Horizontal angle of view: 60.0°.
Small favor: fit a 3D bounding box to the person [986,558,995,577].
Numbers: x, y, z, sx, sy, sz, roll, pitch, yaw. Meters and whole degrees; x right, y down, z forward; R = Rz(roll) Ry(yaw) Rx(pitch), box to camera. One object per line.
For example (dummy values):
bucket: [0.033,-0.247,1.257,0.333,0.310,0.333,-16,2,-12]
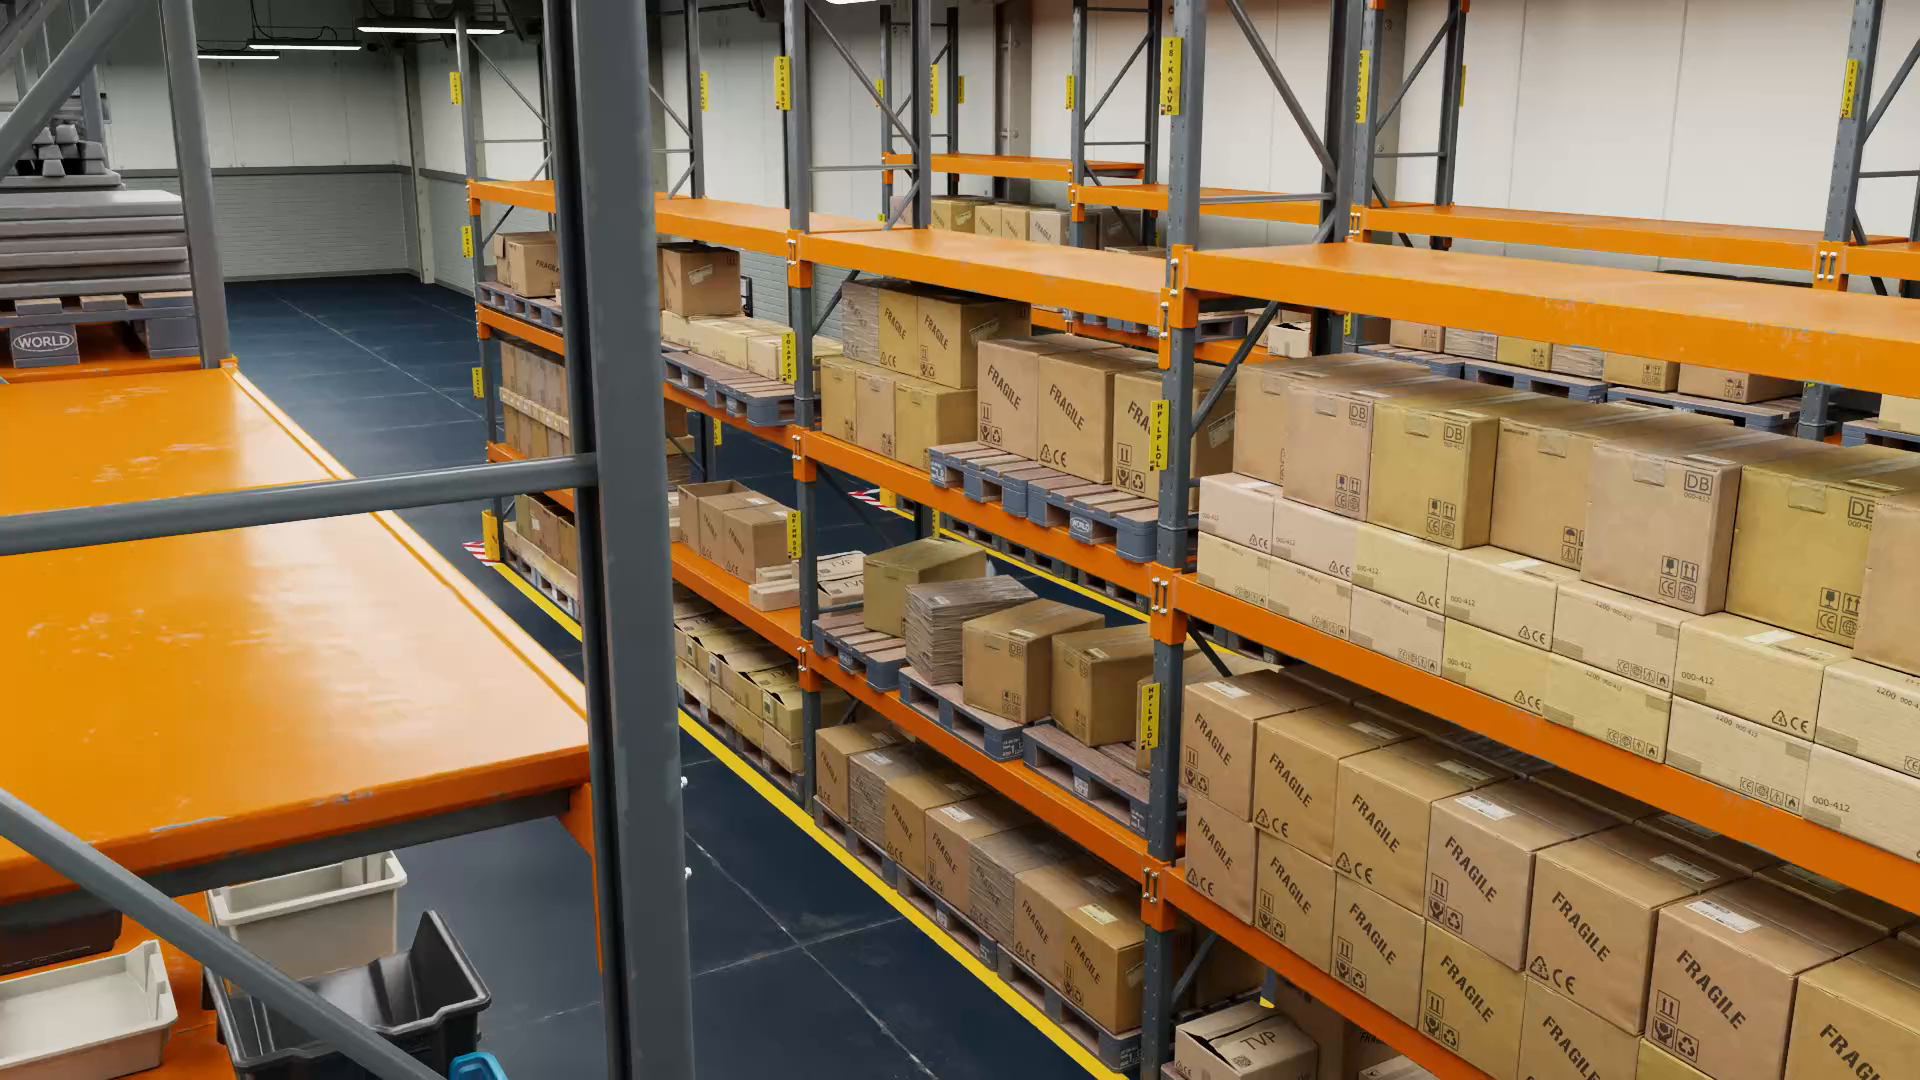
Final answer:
person: [-0.077,0.569,15.551,0.855,0.836,0.476,-10,18,-32]
